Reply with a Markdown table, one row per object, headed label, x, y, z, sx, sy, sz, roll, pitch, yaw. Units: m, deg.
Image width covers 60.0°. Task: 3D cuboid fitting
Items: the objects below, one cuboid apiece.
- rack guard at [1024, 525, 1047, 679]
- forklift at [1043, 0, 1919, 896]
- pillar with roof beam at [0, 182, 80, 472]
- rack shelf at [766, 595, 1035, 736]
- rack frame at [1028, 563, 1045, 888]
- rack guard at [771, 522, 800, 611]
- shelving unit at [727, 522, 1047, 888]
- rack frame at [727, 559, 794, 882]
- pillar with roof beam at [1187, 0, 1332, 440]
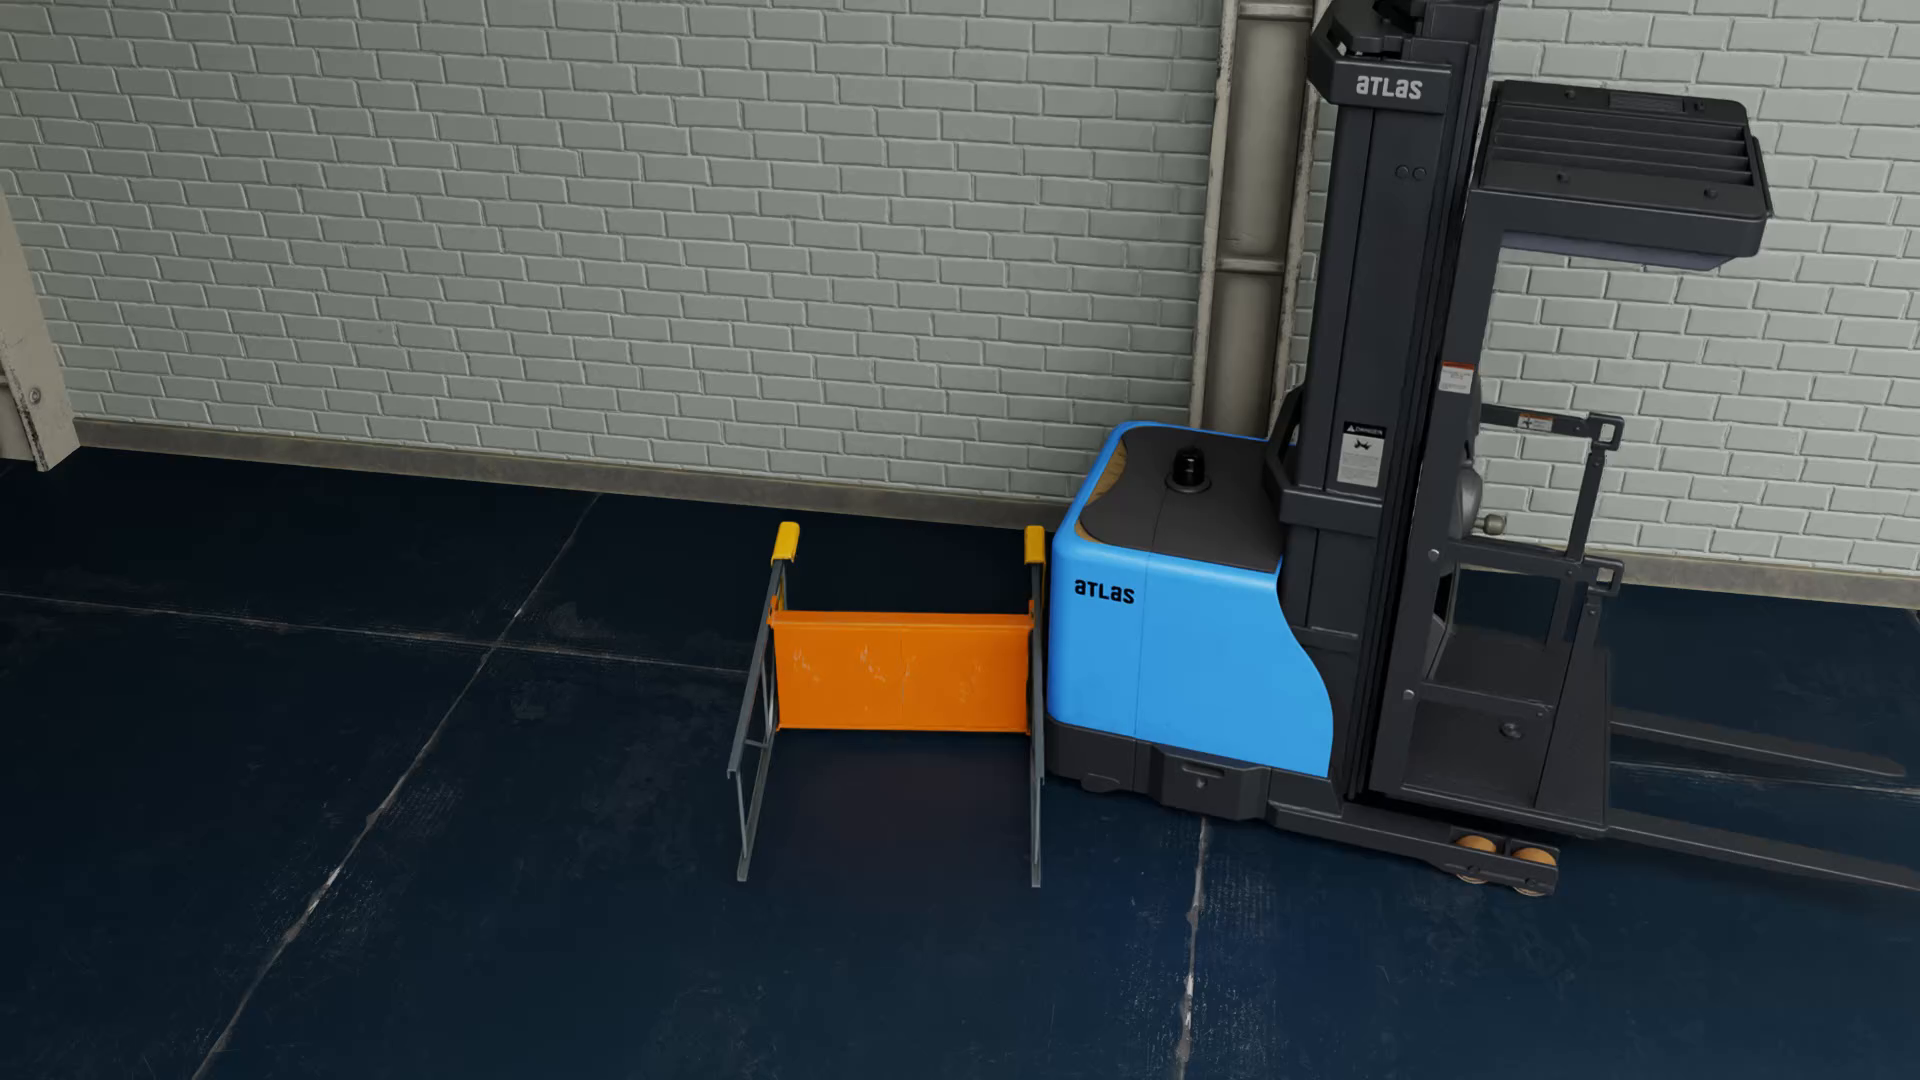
| label | x | y | z | sx | sy | sz | roll | pitch | yaw |
| --- | --- | --- | --- | --- | --- | --- | --- | --- | --- |
| rack guard | 0.299 | 0.257 | 6.762 | 0.087 | 0.587 | 0.250 | 1 | 32 | 1 |
| forklift | 1.879 | -0.324 | 5.505 | 3.031 | 2.935 | 1.130 | 10 | 33 | 16 |
| pillar with roof beam | -5.449 | -2.002 | 2.467 | 0.400 | 9.000 | 9.100 | 5 | 32 | 8 |
| rack shelf | -0.220 | 0.485 | 6.397 | 1.000 | 0.538 | 0.185 | 1 | 32 | 1 |
| rack frame | 0.283 | 0.588 | 6.233 | 0.032 | 0.500 | 1.500 | 1 | 32 | 1 |
| rack guard | -0.696 | 0.242 | 6.786 | 0.087 | 0.587 | 0.250 | 1 | 32 | 1 |
| shelving unit | -0.216 | 0.581 | 6.245 | 1.083 | 0.587 | 1.500 | 1 | 32 | 1 |
| rack frame | -0.733 | 0.573 | 6.257 | 0.032 | 0.500 | 1.500 | 1 | 32 | 1 |
| pillar with roof beam | 0.466 | -1.466 | 1.611 | 0.400 | 9.000 | 9.100 | 5 | 32 | 8 |
